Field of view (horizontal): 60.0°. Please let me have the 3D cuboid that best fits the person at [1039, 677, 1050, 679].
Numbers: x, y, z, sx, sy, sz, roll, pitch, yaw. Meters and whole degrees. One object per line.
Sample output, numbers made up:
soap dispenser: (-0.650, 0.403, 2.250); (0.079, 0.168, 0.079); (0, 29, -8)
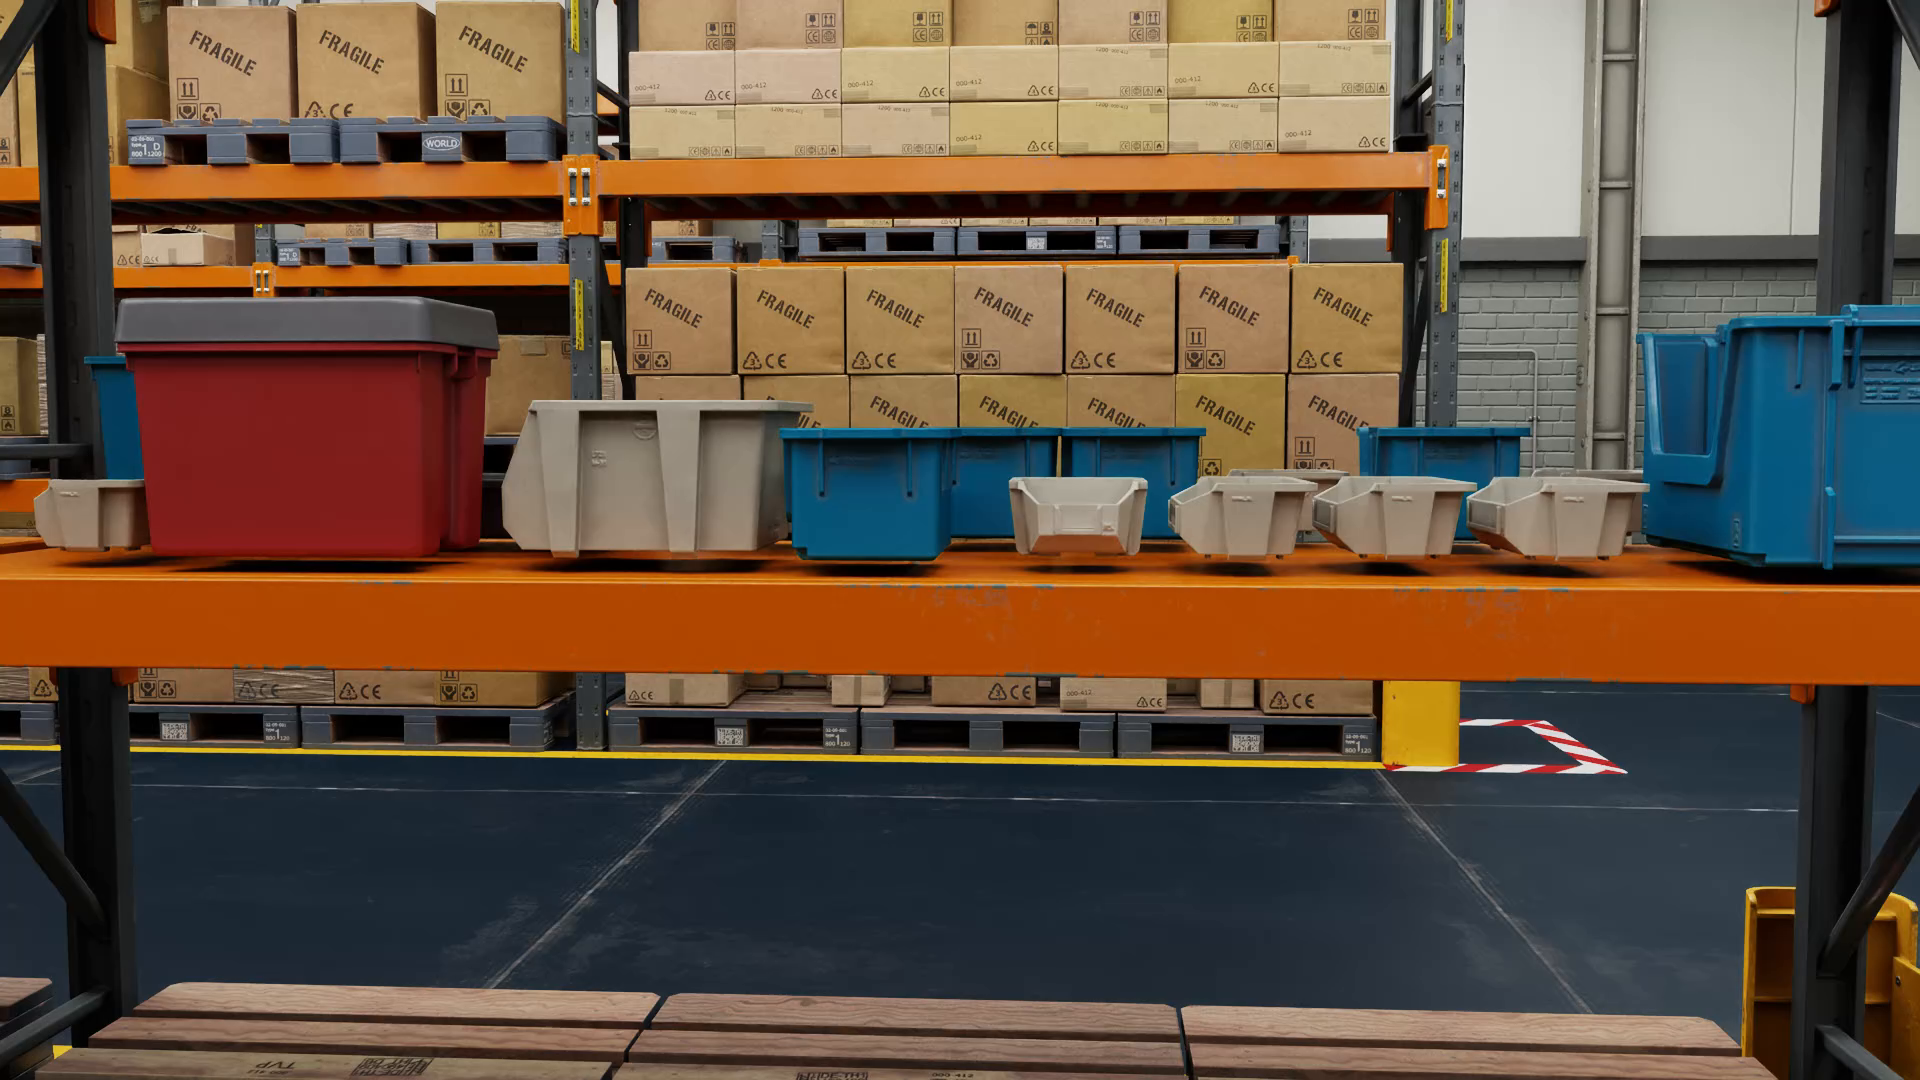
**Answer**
person: (0.724, 0.002, 10.315); (0.595, 1.715, 0.442); (0, 4, 5)
